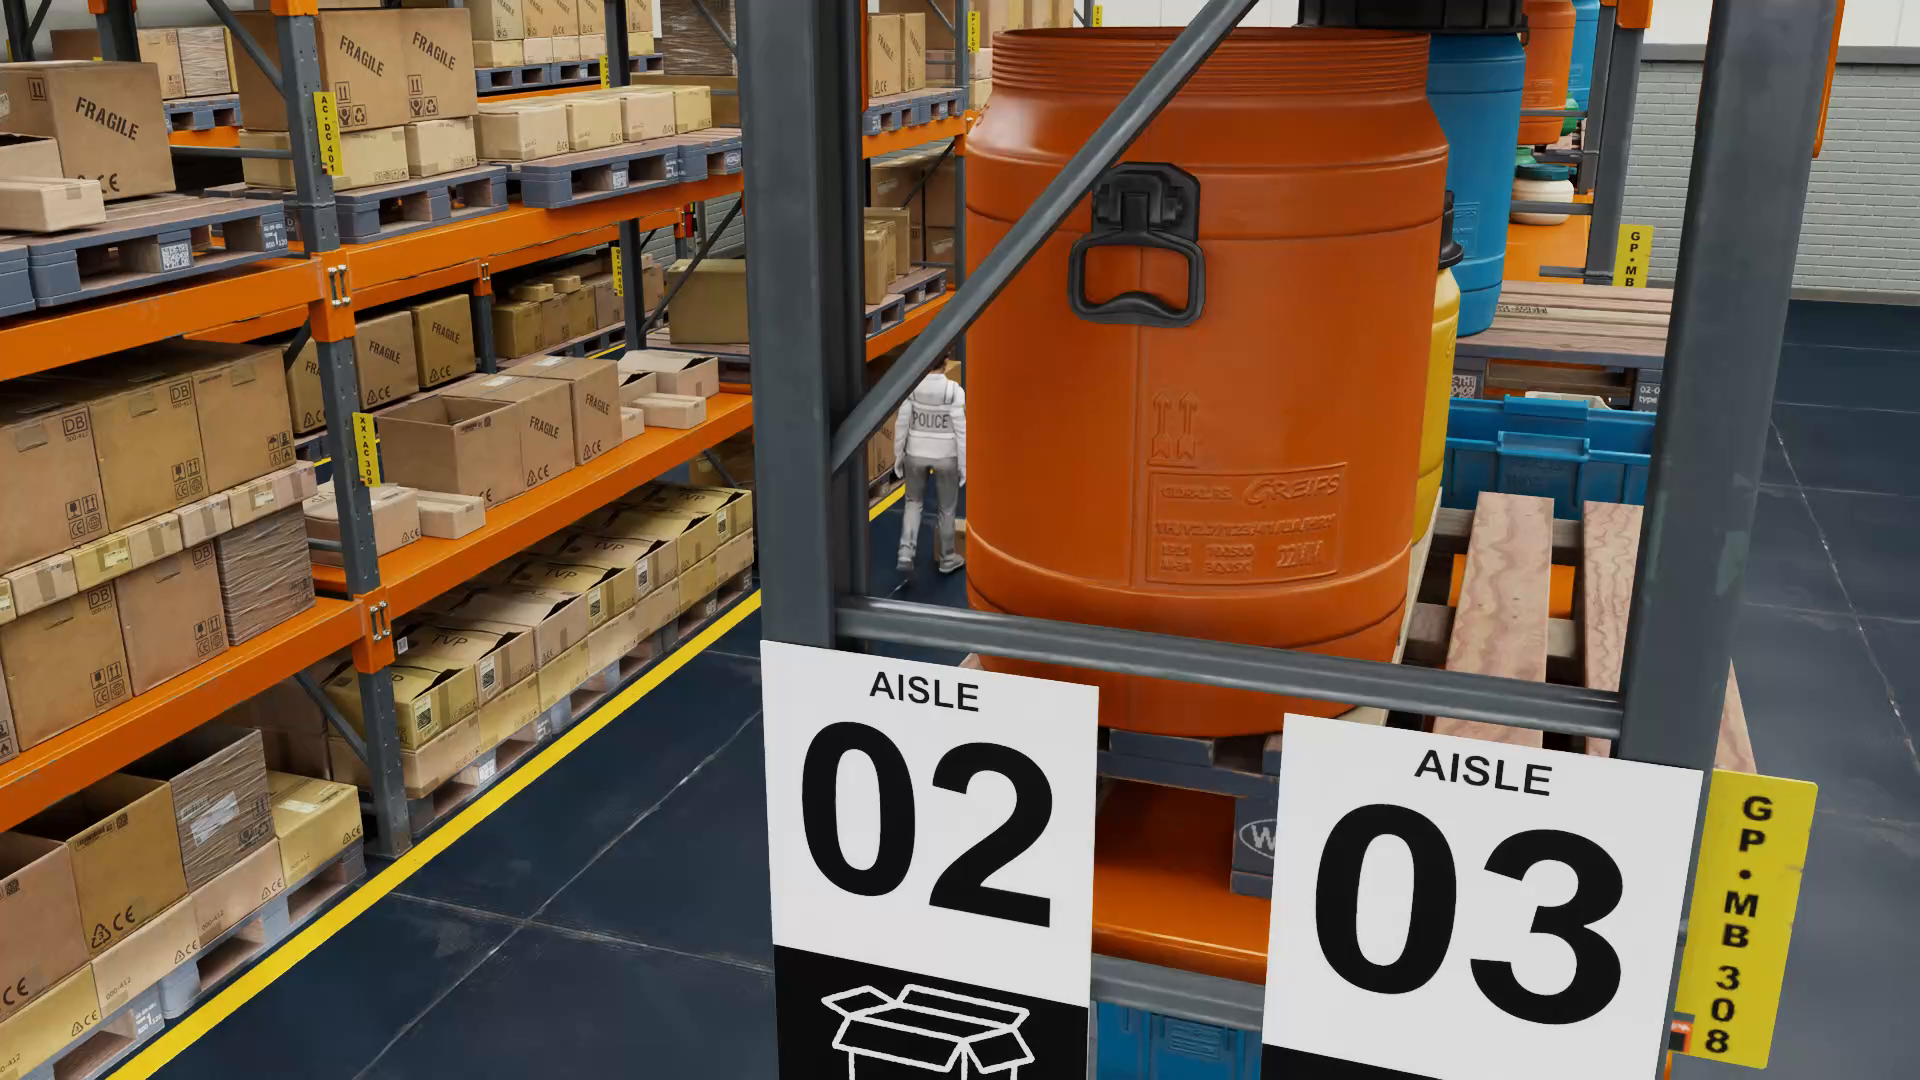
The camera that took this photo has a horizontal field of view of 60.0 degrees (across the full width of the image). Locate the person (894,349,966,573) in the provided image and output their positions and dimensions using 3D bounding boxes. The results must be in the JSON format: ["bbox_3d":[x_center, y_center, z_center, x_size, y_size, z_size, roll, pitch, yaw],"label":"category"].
[{"bbox_3d":[-0.177,-0.544,11.093,0.522,1.652,0.644,4,19,12],"label":"person"}]
